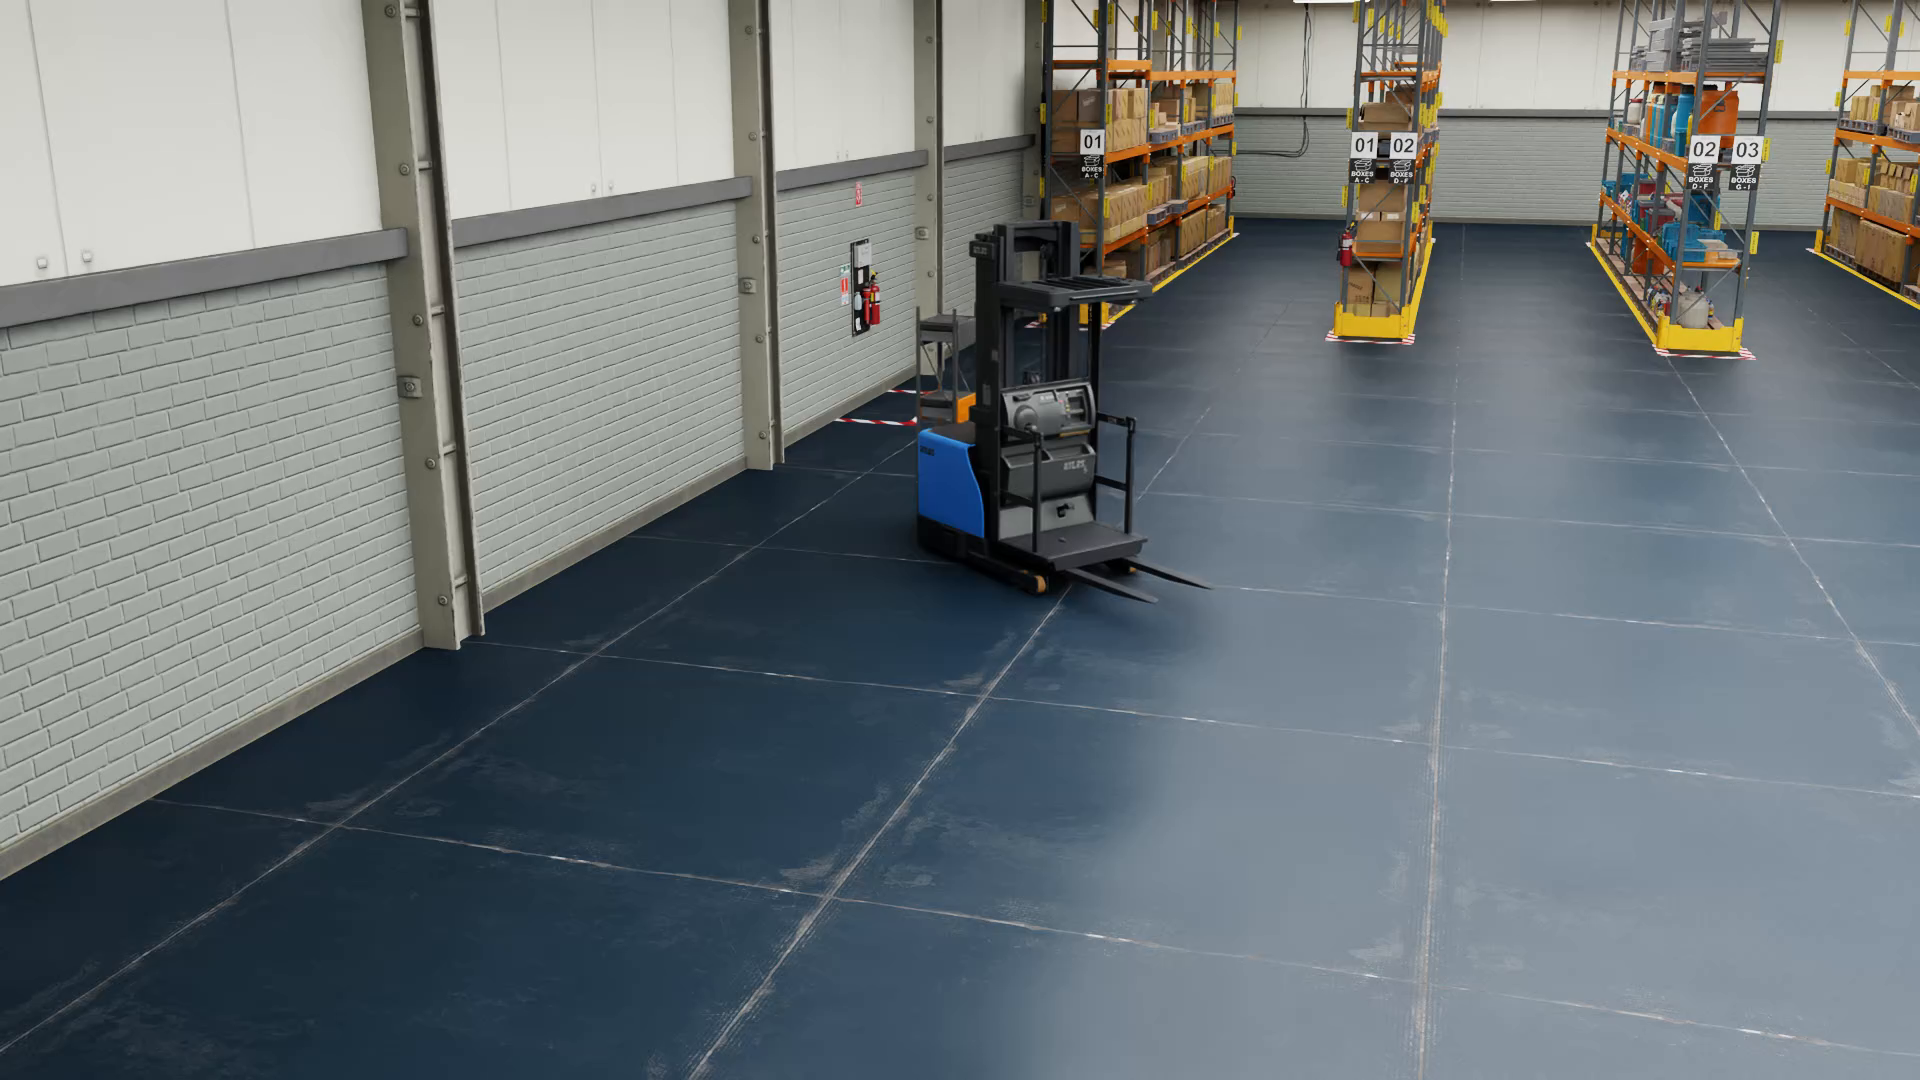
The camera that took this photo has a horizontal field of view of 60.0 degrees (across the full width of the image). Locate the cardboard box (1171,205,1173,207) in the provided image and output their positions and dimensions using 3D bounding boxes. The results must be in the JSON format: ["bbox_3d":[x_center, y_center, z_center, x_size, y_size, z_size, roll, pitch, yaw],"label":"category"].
[{"bbox_3d":[4.499,-7.197,35.551,0.380,0.149,0.250,4,16,15],"label":"cardboard box"}]

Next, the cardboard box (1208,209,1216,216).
[{"bbox_3d":[6.052,-7.998,40.574,0.380,0.149,0.250,4,16,14],"label":"cardboard box"}]

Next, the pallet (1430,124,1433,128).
[{"bbox_3d":[9.526,-8.820,35.695,1.213,0.211,1.003,5,16,16],"label":"pallet"}]

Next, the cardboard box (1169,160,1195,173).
[{"bbox_3d":[4.850,-8.172,36.427,0.500,0.250,0.500,5,17,16],"label":"cardboard box"}]

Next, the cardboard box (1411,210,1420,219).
[{"bbox_3d":[8.943,-6.480,33.058,0.380,0.149,0.250,5,16,16],"label":"cardboard box"}]

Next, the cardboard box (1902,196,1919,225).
[{"bbox_3d":[18.334,-6.284,31.726,0.500,0.500,0.500,5,17,18],"label":"cardboard box"}]

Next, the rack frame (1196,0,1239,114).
[{"bbox_3d":[6.457,-12.219,41.840,1.000,3.000,0.127,5,16,16],"label":"rack frame"}]

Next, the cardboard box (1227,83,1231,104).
[{"bbox_3d":[6.358,-10.972,40.888,0.500,0.500,0.500,5,17,18],"label":"cardboard box"}]

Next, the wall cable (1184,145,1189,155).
[{"bbox_3d":[5.914,-10.230,43.960,0.084,1.984,1.851,5,16,16],"label":"wall cable"}]

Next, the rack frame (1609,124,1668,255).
[{"bbox_3d":[14.819,-7.519,36.261,1.000,3.000,0.127,5,16,16],"label":"rack frame"}]

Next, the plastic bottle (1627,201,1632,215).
[{"bbox_3d":[13.615,-6.740,33.752,0.097,0.271,0.097,0,16,0],"label":"plastic bottle"}]

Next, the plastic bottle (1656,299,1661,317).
[{"bbox_3d":[11.526,-3.830,27.429,0.061,0.283,0.133,5,17,17],"label":"plastic bottle"}]

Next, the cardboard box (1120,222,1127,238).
[{"bbox_3d":[2.638,-5.458,29.233,0.500,0.250,0.500,4,16,15],"label":"cardboard box"}]

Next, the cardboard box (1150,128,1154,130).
[{"bbox_3d":[3.454,-8.094,32.186,0.500,0.311,0.500,5,17,18],"label":"cardboard box"}]

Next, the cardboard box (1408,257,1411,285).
[{"bbox_3d":[7.722,-4.782,29.509,0.500,0.500,0.500,5,16,16],"label":"cardboard box"}]

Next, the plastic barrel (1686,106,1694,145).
[{"bbox_3d":[11.611,-6.423,25.786,0.600,0.588,0.600,0,16,0],"label":"plastic barrel"}]

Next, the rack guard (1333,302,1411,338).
[{"bbox_3d":[6.654,-3.555,26.869,1.175,0.500,0.348,5,16,16],"label":"rack guard"}]

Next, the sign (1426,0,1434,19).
[{"bbox_3d":[7.191,-8.131,25.424,0.100,0.325,0.005,5,16,16],"label":"sign"}]

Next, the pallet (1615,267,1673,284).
[{"bbox_3d":[13.866,-5.340,33.690,1.003,0.211,1.213,5,16,16],"label":"pallet"}]

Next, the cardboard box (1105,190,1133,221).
[{"bbox_3d":[2.772,-5.946,29.581,0.500,0.500,0.500,5,17,18],"label":"cardboard box"}]

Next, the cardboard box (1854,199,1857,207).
[{"bbox_3d":[19.486,-7.253,35.786,0.380,0.149,0.250,4,16,15],"label":"cardboard box"}]

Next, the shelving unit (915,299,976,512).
[{"bbox_3d":[-0.114,-1.135,15.405,0.431,2.100,0.503,7,17,23],"label":"shelving unit"}]

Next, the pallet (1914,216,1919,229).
[{"bbox_3d":[18.331,-5.801,30.557,1.213,0.211,1.003,5,16,16],"label":"pallet"}]

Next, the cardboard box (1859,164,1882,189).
[{"bbox_3d":[19.442,-7.707,35.281,0.500,0.500,0.500,5,17,17],"label":"cardboard box"}]

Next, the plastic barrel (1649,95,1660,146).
[{"bbox_3d":[12.854,-7.602,30.139,0.600,0.901,0.708,5,16,16],"label":"plastic barrel"}]

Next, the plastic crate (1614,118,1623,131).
[{"bbox_3d":[15.030,-9.395,37.597,0.437,0.282,0.530,5,16,16],"label":"plastic crate"}]

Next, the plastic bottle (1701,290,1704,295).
[{"bbox_3d":[12.492,-4.037,28.035,0.144,0.351,0.185,5,16,16],"label":"plastic bottle"}]

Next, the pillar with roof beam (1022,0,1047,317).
[{"bbox_3d":[5.407,-7.950,26.787,9.100,9.000,0.400,5,16,16],"label":"pillar with roof beam"}]

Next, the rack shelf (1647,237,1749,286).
[{"bbox_3d":[11.977,-4.556,27.135,1.077,0.370,4.000,5,16,16],"label":"rack shelf"}]

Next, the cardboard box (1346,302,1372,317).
[{"bbox_3d":[6.530,-3.807,27.443,0.500,0.250,0.500,5,16,16],"label":"cardboard box"}]

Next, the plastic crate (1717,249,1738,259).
[{"bbox_3d":[11.972,-4.461,25.965,0.298,0.136,0.250,5,16,16],"label":"plastic crate"}]

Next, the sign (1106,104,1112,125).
[{"bbox_3d":[2.430,-6.969,27.224,0.100,0.325,0.005,5,16,16],"label":"sign"}]

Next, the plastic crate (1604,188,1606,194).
[{"bbox_3d":[15.207,-8.173,38.941,0.250,0.136,0.298,5,16,16],"label":"plastic crate"}]

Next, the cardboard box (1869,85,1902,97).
[{"bbox_3d":[20.121,-9.755,36.139,0.500,0.250,0.500,4,16,14],"label":"cardboard box"}]

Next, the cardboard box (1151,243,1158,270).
[{"bbox_3d":[3.657,-5.799,33.973,0.700,0.500,0.500,5,16,16],"label":"cardboard box"}]

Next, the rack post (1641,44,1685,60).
[{"bbox_3d":[13.849,-9.515,32.442,0.954,0.300,0.937,5,16,16],"label":"rack post"}]

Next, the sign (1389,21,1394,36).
[{"bbox_3d":[9.556,-11.324,36.827,0.100,0.325,0.005,5,16,16],"label":"sign"}]

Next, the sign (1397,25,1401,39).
[{"bbox_3d":[10.687,-12.366,40.499,0.100,0.325,0.005,5,16,16],"label":"sign"}]

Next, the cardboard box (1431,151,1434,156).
[{"bbox_3d":[10.767,-8.804,38.776,0.500,0.500,0.500,4,16,14],"label":"cardboard box"}]

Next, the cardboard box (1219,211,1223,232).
[{"bbox_3d":[6.212,-8.011,41.808,0.700,0.500,0.500,5,16,16],"label":"cardboard box"}]

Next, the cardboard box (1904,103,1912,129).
[{"bbox_3d":[18.991,-8.319,32.626,0.797,0.503,0.637,4,16,15],"label":"cardboard box"}]

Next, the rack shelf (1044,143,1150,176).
[{"bbox_3d":[2.479,-6.768,29.434,1.077,0.370,4.000,5,16,16],"label":"rack shelf"}]

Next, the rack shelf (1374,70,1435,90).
[{"bbox_3d":[8.366,-8.682,31.418,1.077,0.370,4.000,5,16,16],"label":"rack shelf"}]

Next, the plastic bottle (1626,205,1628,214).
[{"bbox_3d":[13.698,-6.783,34.031,0.097,0.201,0.097,0,16,0],"label":"plastic bottle"}]

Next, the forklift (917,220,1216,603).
[{"bbox_3d":[0.873,-1.106,13.779,1.130,2.935,3.031,-11,19,-34],"label":"forklift"}]

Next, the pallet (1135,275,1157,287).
[{"bbox_3d":[3.267,-5.056,32.689,1.003,0.211,1.213,5,16,16],"label":"pallet"}]

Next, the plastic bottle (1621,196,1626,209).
[{"bbox_3d":[14.059,-7.125,35.101,0.152,0.276,0.135,5,16,16],"label":"plastic bottle"}]

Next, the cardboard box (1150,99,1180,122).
[{"bbox_3d":[4.367,-9.217,35.763,0.700,0.500,0.500,4,16,13],"label":"cardboard box"}]

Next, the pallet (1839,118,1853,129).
[{"bbox_3d":[20.504,-9.387,37.512,1.003,0.211,1.213,5,16,16],"label":"pallet"}]

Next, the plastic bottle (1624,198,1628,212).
[{"bbox_3d":[13.803,-6.937,34.424,0.061,0.283,0.133,5,16,16],"label":"plastic bottle"}]
